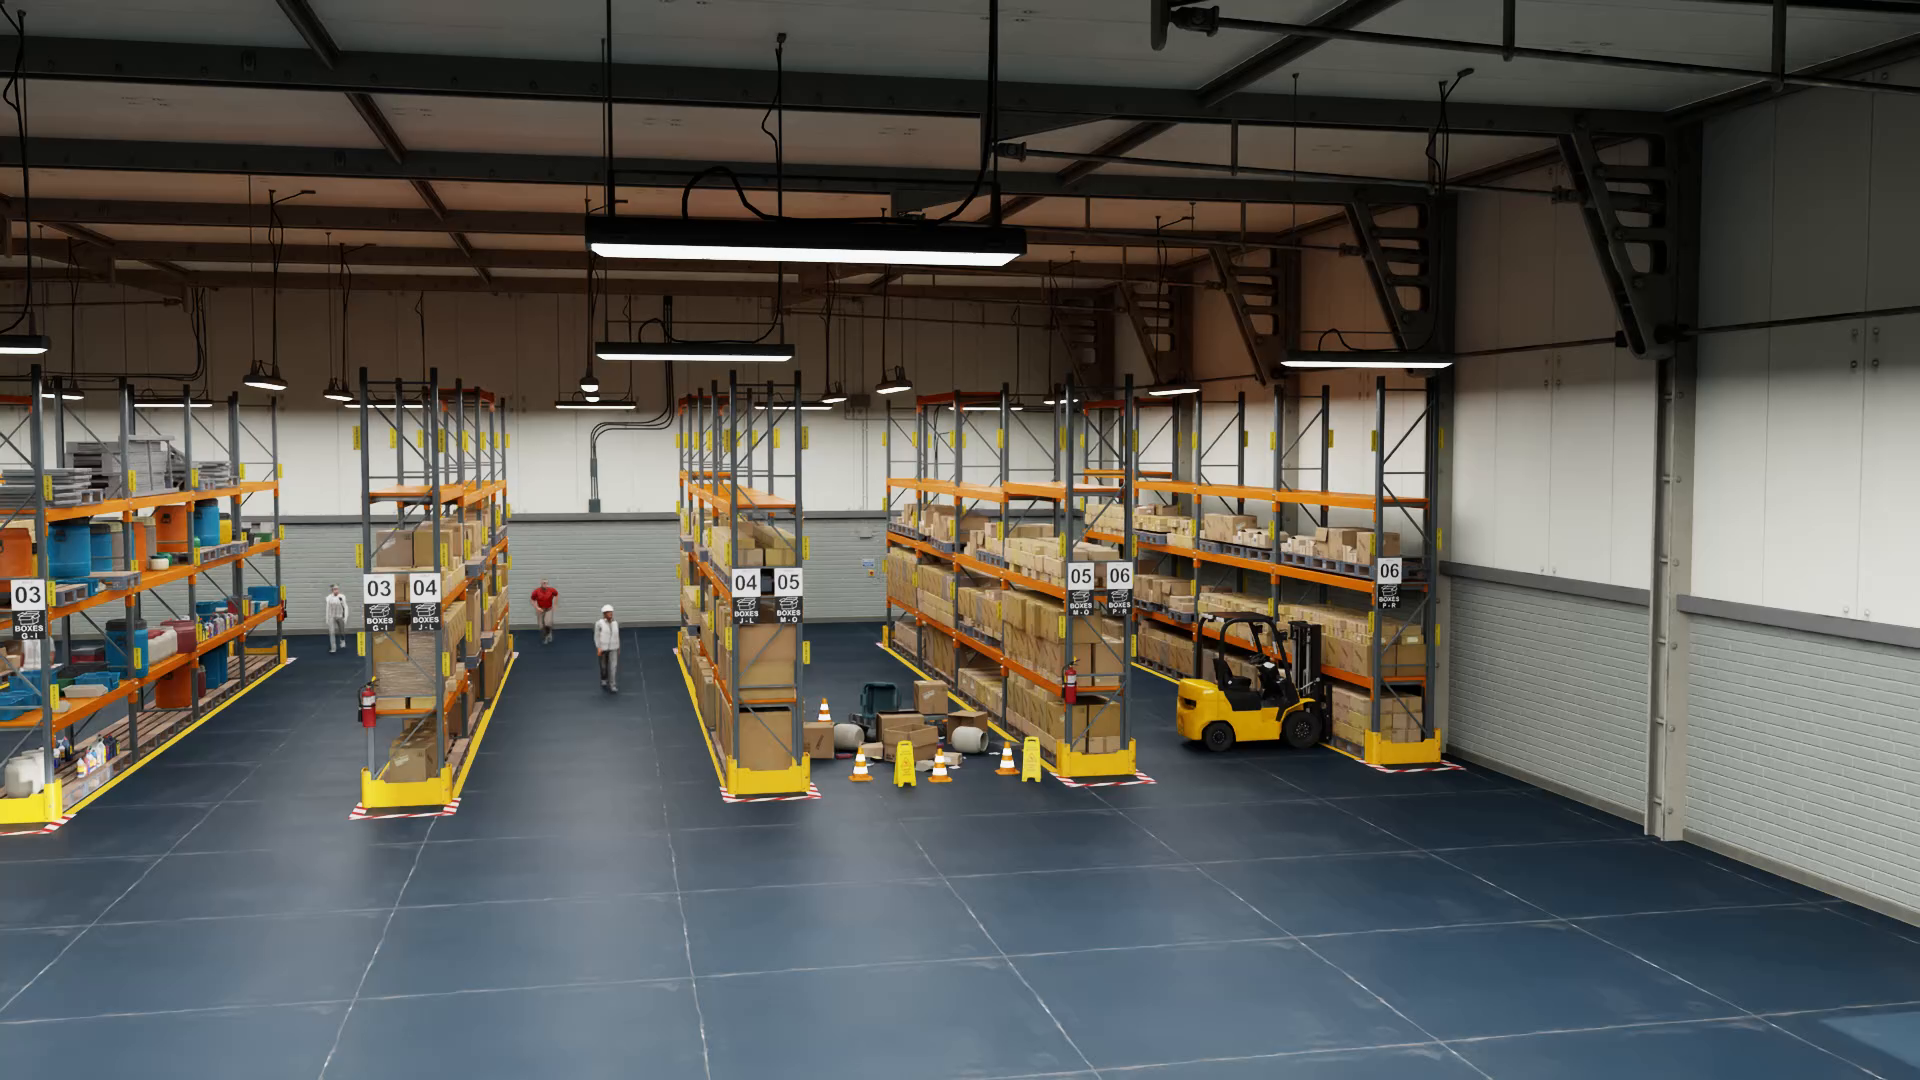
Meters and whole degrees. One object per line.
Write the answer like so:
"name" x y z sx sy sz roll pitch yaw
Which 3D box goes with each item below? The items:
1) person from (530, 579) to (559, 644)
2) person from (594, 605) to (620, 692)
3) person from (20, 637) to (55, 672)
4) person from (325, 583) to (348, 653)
"person" -10.209 1.755 40.908 0.642 1.636 0.735 0 3 -4
"person" -7.058 2.159 33.236 0.507 1.720 1.084 -1 4 -15
"person" -16.561 2.350 29.779 0.587 1.786 0.730 -1 4 -19
"person" -14.784 1.822 39.459 0.490 1.632 0.872 -1 4 -15
